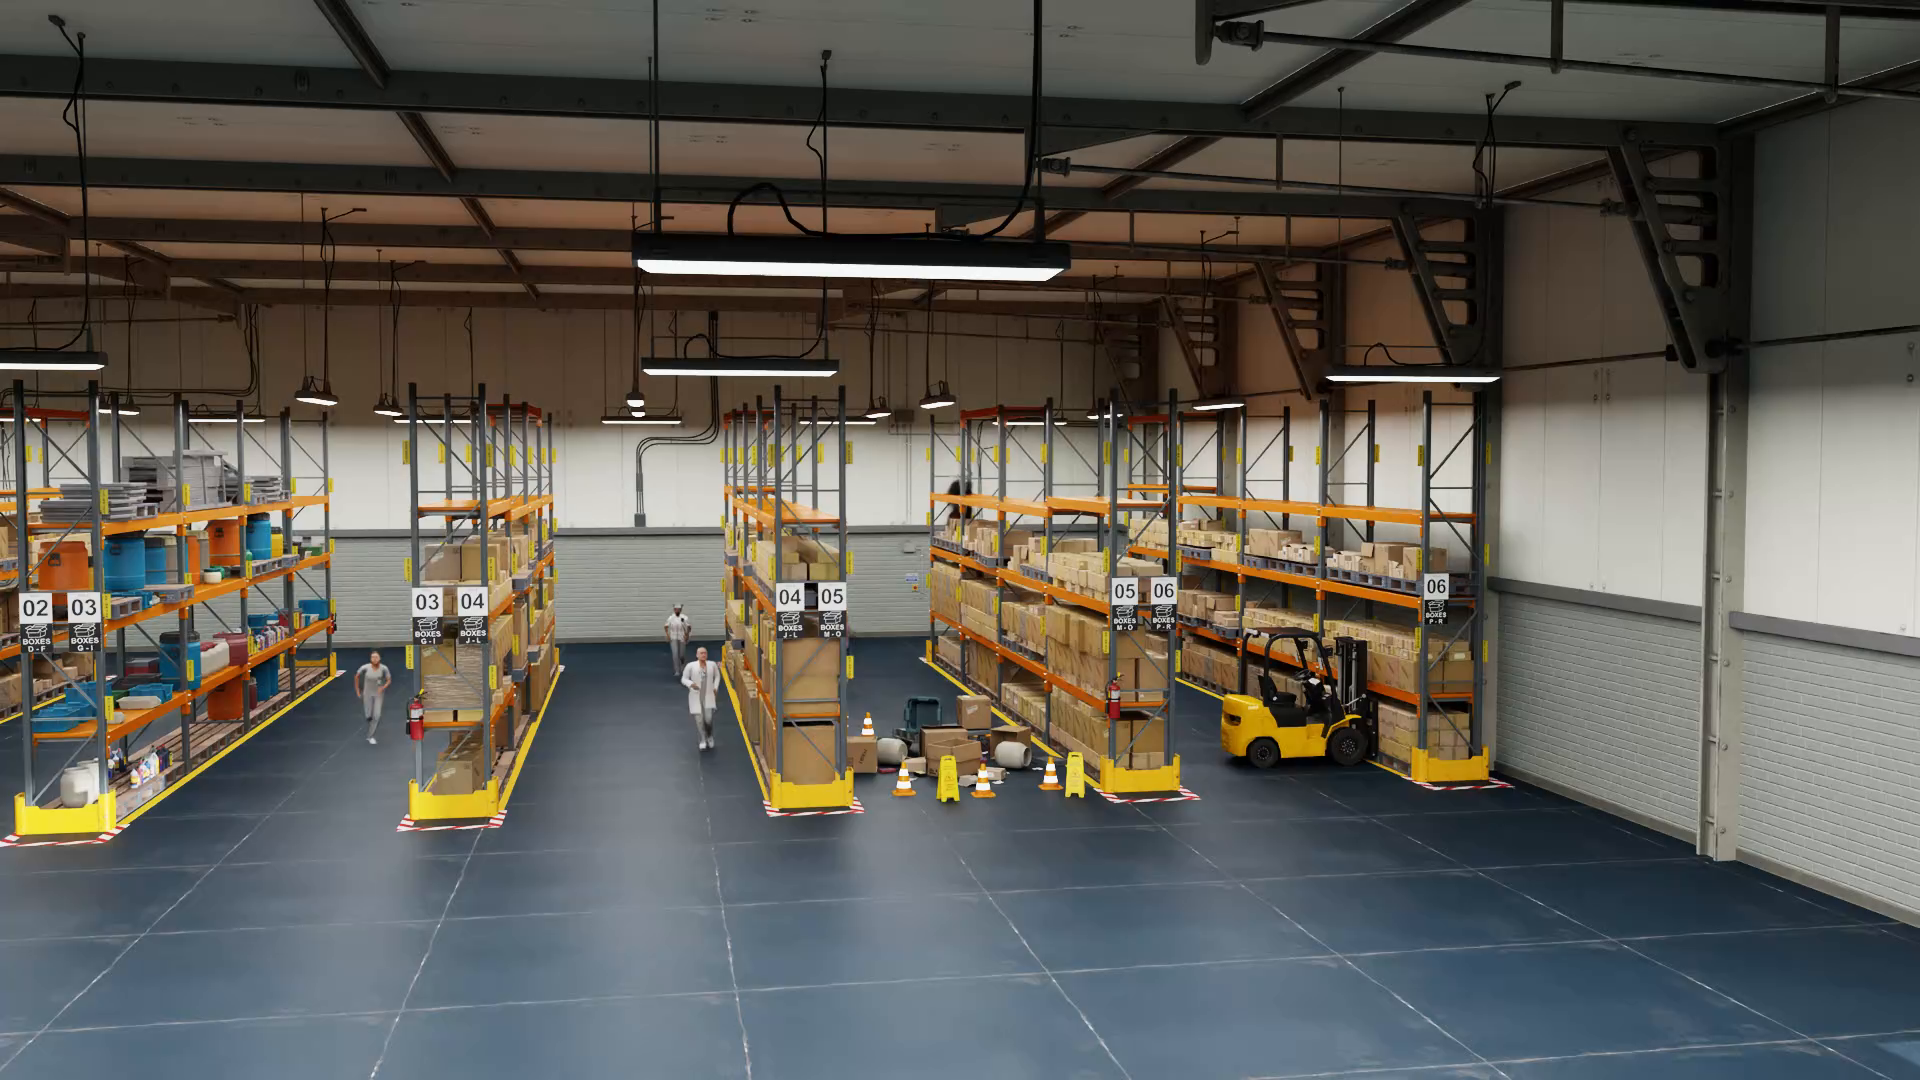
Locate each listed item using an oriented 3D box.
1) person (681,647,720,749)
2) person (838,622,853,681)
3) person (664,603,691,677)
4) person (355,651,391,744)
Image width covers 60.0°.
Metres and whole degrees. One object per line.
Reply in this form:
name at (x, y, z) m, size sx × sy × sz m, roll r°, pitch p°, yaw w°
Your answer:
person at (-4.376, 2.693, 28.207) m, size 0.684 × 1.746 × 0.659 m, roll -1°, pitch 3°, yaw -16°
person at (-2.575, 2.361, 36.192) m, size 0.529 × 1.632 × 0.810 m, roll -1°, pitch 3°, yaw -17°
person at (-6.446, 2.259, 37.930) m, size 0.600 × 1.666 × 0.536 m, roll 0°, pitch 3°, yaw -5°
person at (-10.260, 2.739, 29.081) m, size 0.599 × 1.621 × 0.663 m, roll -1°, pitch 3°, yaw -18°
